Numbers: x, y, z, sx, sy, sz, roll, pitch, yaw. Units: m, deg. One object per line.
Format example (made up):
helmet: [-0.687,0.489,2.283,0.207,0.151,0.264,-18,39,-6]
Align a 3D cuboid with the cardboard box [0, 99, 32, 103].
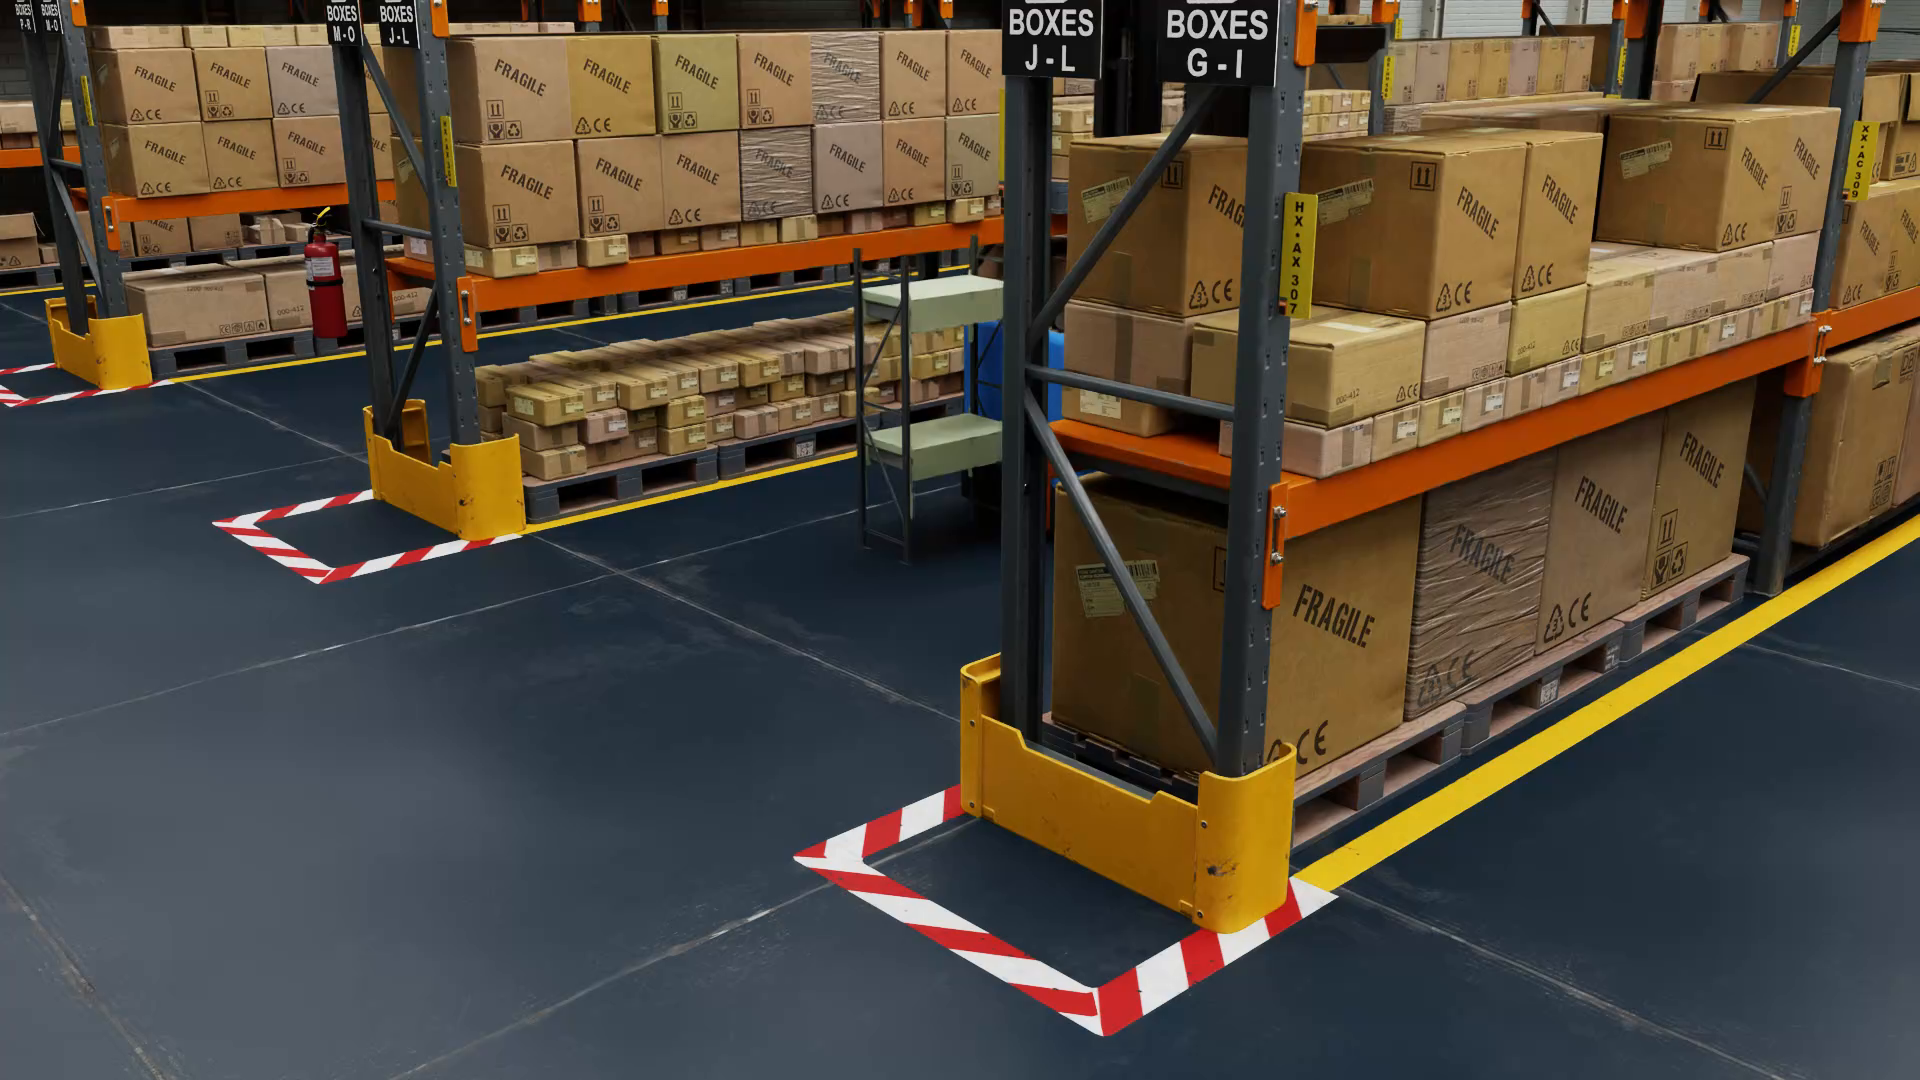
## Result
cardboard box: [-9.175,-4.098,16.021,0.500,0.250,0.500,-16,24,-41]

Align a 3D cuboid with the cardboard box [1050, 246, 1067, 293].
cardboard box: [0.810,-1.875,11.559,0.500,0.250,0.500,17,24,41]

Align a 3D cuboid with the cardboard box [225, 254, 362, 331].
cardboard box: [-5.219,-1.989,13.230,0.875,0.438,0.875,-15,24,-39]

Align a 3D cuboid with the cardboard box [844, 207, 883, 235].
cardboard box: [-0.684,-1.942,10.017,0.380,0.149,0.250,17,24,41]

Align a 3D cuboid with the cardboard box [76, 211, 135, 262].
cardboard box: [-8.545,-3.053,16.410,0.500,0.500,0.700,-15,23,-39]

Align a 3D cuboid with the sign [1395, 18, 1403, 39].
sign: [5.703,-6.613,21.628,0.005,0.325,0.100,-16,24,-41]

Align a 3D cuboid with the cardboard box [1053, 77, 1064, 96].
cardboard box: [0.765,-5.004,17.728,0.500,0.500,0.500,-16,24,-40]

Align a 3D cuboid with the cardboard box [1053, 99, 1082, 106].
cardboard box: [0.633,-3.013,11.677,0.380,0.149,0.250,17,25,42]

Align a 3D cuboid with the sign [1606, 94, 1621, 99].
sign: [3.046,-1.909,7.762,0.005,0.325,0.100,-16,24,-41]

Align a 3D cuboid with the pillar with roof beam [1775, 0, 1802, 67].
pillar with roof beam: [25.555,-15.452,41.554,0.400,9.000,9.100,-16,24,-41]

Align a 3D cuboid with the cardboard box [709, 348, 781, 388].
cardboard box: [-1.258,-1.007,9.704,0.250,0.149,0.380,-16,24,-40]

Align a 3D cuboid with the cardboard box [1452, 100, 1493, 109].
cardboard box: [4.244,-3.555,14.423,0.500,0.500,0.500,-16,24,-41]

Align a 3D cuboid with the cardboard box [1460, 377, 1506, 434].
cardboard box: [1.564,-0.476,5.495,0.250,0.149,0.380,-17,24,-42]

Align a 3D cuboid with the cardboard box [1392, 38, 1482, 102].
cardboard box: [4.069,-4.090,14.453,0.500,0.500,0.700,-17,24,-42]

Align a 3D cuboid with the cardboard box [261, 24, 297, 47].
cardboard box: [-5.099,-3.723,12.269,0.250,0.149,0.380,-16,24,-40]

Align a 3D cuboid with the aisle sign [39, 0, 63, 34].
aisle sign: [-6.142,-3.806,11.146,0.004,0.787,0.394,-16,24,-41]

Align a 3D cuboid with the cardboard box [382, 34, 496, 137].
cardboard box: [-2.653,-2.380,8.695,0.500,0.500,0.500,-17,24,-42]

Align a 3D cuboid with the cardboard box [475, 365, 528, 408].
cardboard box: [-2.604,-0.858,9.244,0.250,0.149,0.380,-16,24,-40]

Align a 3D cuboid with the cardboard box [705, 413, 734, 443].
cardboard box: [-1.524,-0.678,9.654,0.250,0.149,0.380,-16,24,-41]

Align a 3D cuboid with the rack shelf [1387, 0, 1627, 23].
rack shelf: [4.451,-4.766,14.623,4.000,0.370,1.077,-16,24,-41]

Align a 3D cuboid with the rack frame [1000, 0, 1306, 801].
rack frame: [0.519,-0.429,4.945,0.127,3.000,1.000,-16,24,-41]

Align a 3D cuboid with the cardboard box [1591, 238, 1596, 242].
cardboard box: [2.540,-1.202,7.089,0.500,0.250,0.500,-16,24,-41]

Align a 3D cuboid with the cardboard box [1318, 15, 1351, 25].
cardboard box: [4.443,-6.311,20.821,0.500,0.500,0.700,-17,24,-41]

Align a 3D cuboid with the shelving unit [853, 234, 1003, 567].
shelving unit: [-0.091,-0.704,8.223,0.755,1.500,0.431,-14,23,-38]

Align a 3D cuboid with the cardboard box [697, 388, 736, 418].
cardboard box: [-1.515,-0.825,9.626,0.380,0.149,0.250,16,24,41]

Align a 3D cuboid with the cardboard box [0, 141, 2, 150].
cardboard box: [-9.122,-3.715,15.485,0.250,0.149,0.380,-15,24,-39]

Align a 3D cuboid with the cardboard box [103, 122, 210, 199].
cardboard box: [-5.743,-2.735,11.895,0.500,0.500,0.500,-17,24,-41]

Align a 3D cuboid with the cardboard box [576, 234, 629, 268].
cardboard box: [-1.966,-1.546,8.797,0.380,0.149,0.250,17,25,42]

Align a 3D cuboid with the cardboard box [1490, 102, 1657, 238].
cardboard box: [2.539,-1.557,6.968,0.500,0.500,0.500,-16,24,-41]

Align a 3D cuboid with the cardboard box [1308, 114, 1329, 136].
cardboard box: [2.570,-3.159,12.609,0.250,0.149,0.380,-16,24,-40]

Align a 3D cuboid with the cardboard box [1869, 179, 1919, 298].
cardboard box: [4.296,-1.473,8.001,0.500,0.500,0.500,-16,24,-41]

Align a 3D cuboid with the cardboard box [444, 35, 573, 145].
cardboard box: [-2.306,-2.262,8.334,0.500,0.500,0.500,-16,24,-41]

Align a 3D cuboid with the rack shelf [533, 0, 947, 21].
rack shelf: [-1.930,-5.006,15.364,4.000,0.370,1.077,-16,24,-41]

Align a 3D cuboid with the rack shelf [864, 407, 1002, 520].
rack shelf: [-0.091,-0.393,8.323,0.720,0.370,0.431,-14,23,-38]

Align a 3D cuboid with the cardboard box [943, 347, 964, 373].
cardboard box: [-0.107,-1.197,10.772,0.380,0.149,0.250,16,24,41]

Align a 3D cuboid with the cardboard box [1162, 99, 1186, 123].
cardboard box: [1.449,-2.974,11.557,0.250,0.149,0.380,-17,24,-41]

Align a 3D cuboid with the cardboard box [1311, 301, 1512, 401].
cardboard box: [1.427,-0.652,5.394,0.500,0.250,0.500,-17,24,-41]

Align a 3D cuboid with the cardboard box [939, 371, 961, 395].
cardboard box: [-0.206,-1.058,10.825,0.250,0.149,0.380,-15,23,-39]

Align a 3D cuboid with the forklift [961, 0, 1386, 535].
forklift: [1.517,-1.709,9.004,3.031,2.935,1.130,-12,21,-32]

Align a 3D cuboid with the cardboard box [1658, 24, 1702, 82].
cardboard box: [7.003,-4.987,17.007,0.550,0.550,0.875,-16,24,-41]

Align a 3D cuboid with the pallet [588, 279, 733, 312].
pallet: [-2.874,-2.352,15.395,1.213,0.211,1.003,-16,24,-41]

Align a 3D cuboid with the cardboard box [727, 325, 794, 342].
cardboard box: [-1.248,-1.228,10.385,0.380,0.149,0.250,17,24,42]

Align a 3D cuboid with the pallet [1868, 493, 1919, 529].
pallet: [4.821,-0.391,9.347,1.213,0.211,1.003,-16,24,-41]

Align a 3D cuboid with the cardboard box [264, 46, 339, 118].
cardboard box: [-5.006,-3.433,12.426,0.500,0.500,0.500,-16,24,-41]

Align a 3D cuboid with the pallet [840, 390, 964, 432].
pallet: [-0.372,-0.933,11.020,1.213,0.211,1.003,-16,24,-41]

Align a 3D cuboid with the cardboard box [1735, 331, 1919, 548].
cardboard box: [3.877,-0.606,8.254,0.875,0.875,1.225,-16,24,-41]

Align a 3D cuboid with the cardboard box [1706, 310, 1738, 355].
cardboard box: [2.869,-0.856,6.668,0.250,0.149,0.380,-16,24,-40]

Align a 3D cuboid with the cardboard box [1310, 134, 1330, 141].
cardboard box: [2.587,-3.023,12.672,0.250,0.149,0.380,-16,24,-40]

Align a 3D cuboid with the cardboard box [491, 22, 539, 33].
cardboard box: [-3.654,-4.161,13.621,0.250,0.149,0.380,-16,24,-40]

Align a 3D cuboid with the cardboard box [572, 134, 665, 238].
cardboard box: [-1.928,-1.904,8.848,0.500,0.500,0.500,-16,24,-41]

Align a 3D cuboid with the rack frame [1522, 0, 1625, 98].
rack frame: [5.904,-4.105,16.282,0.127,3.000,1.000,-16,24,-41]
